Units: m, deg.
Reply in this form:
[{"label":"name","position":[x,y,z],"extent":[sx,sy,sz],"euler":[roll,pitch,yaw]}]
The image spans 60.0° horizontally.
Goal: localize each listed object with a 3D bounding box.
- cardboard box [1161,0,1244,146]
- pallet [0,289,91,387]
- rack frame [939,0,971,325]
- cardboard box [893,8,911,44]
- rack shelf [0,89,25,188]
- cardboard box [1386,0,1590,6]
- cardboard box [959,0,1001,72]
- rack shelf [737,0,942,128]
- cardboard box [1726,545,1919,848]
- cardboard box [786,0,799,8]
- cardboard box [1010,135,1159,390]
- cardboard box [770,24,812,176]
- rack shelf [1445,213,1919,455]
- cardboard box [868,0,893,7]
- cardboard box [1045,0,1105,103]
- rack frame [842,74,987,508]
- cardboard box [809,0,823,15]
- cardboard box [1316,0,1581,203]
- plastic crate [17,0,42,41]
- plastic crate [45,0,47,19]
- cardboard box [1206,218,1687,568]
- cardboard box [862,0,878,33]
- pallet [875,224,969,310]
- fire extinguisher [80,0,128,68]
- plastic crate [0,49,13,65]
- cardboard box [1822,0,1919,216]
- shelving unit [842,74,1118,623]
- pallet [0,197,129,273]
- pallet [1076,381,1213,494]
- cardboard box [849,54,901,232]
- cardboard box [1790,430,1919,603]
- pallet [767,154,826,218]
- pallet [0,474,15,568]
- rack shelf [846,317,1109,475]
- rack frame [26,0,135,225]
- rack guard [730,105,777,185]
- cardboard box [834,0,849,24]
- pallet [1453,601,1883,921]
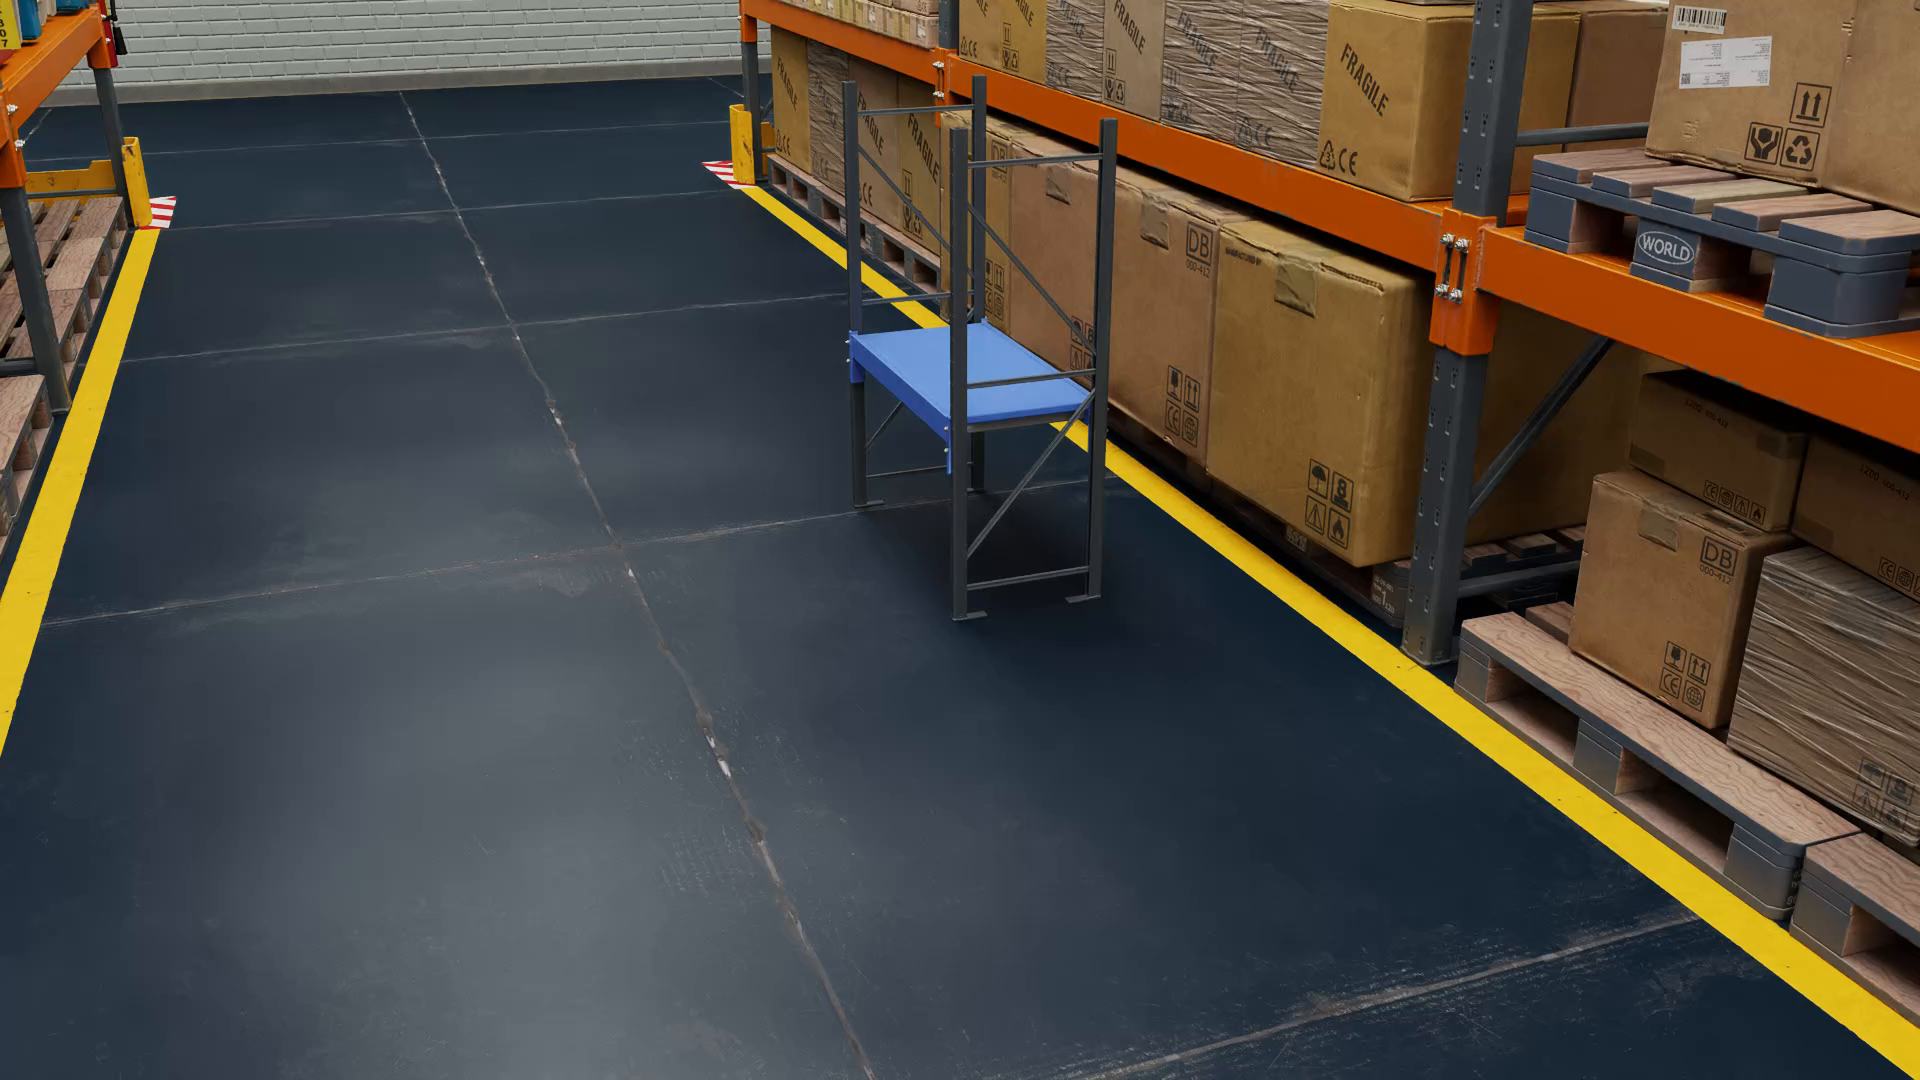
[{"label":"cardboard box","position":[1.037,-1.657,5.690],"extent":[0.500,0.500,0.500],"euler":[-9,25,-21]},{"label":"pallet","position":[-4.542,-0.846,7.485],"extent":[1.003,0.211,1.213],"euler":[-8,24,-19]},{"label":"rack frame","position":[0.388,-2.548,7.934],"extent":[1.000,3.000,0.127],"euler":[-8,24,-19]},{"label":"cardboard box","position":[-0.118,-2.592,8.361],"extent":[0.380,0.149,0.250],"euler":[-8,24,-18]},{"label":"rack shelf","position":[-3.540,-0.811,4.737],"extent":[1.077,0.370,4.000],"euler":[-8,24,-19]},{"label":"cardboard box","position":[1.557,-1.871,4.907],"extent":[0.797,0.503,0.637],"euler":[-7,24,-17]},{"label":"cardboard box","position":[0.316,-2.393,7.437],"extent":[0.500,0.500,0.500],"euler":[-8,24,-19]},{"label":"rack shelf","position":[-0.319,-2.944,9.798],"extent":[1.077,0.370,4.000],"euler":[-8,24,-19]},{"label":"cardboard box","position":[2.264,0.295,3.841],"extent":[0.700,0.500,0.500],"euler":[-10,25,-23]},{"label":"cardboard box","position":[-0.844,-3.339,10.133],"extent":[0.380,0.149,0.250],"euler":[-9,24,-20]},{"label":"cardboard box","position":[0.949,-1.208,6.950],"extent":[1.225,0.875,0.875],"euler":[-9,25,-21]},{"label":"cardboard box","position":[-0.725,-2.995,11.188],"extent":[0.875,0.875,0.875],"euler":[-8,24,-19]},{"label":"rack shelf","position":[2.507,-0.037,2.901],"extent":[1.077,0.370,4.000],"euler":[-8,24,-19]},{"label":"cardboard box","position":[-0.199,-2.928,8.646],"extent":[0.500,0.250,0.500],"euler":[-8,24,-17]},{"label":"cardboard box","position":[0.671,-2.029,6.572],"extent":[0.500,0.500,0.500],"euler":[-9,24,-20]},{"label":"rack frame","position":[-0.149,-0.845,5.823],"extent":[0.500,1.500,0.032],"euler":[-8,24,-19]},{"label":"cardboard box","position":[-0.664,-3.153,9.692],"extent":[0.380,0.149,0.250],"euler":[-9,24,-20]},{"label":"cardboard box","position":[1.394,-1.286,4.811],"extent":[0.500,0.500,0.500],"euler":[-8,24,-17]},{"label":"plastic crate","position":[-4.694,-2.562,8.104],"extent":[0.416,0.233,0.300],"euler":[-8,24,-19]},{"label":"plastic crate","position":[-5.113,-2.850,8.911],"extent":[0.396,0.136,0.243],"euler":[-8,24,-19]},{"label":"cardboard box","position":[1.576,-0.563,5.419],"extent":[1.225,0.875,0.875],"euler":[-10,25,-21]},{"label":"cardboard box","position":[-0.299,-2.779,8.804],"extent":[0.380,0.149,0.250],"euler":[-8,24,-18]},{"label":"pallet","position":[0.192,-1.550,9.157],"extent":[1.003,0.211,1.213],"euler":[-8,24,-19]},{"label":"fire extinguisher","position":[-5.287,-3.232,10.136],"extent":[0.296,0.674,0.183],"euler":[-8,24,-19]},{"label":"plastic crate","position":[-4.327,-2.285,7.149],"extent":[0.402,0.464,0.583],"euler":[-8,24,-19]},{"label":"cardboard box","position":[2.320,-0.955,3.484],"extent":[0.700,0.500,0.500],"euler":[-5,23,-11]},{"label":"shelving unit","position":[0.030,-0.660,5.385],"extent":[0.538,1.500,1.048],"euler":[-8,24,-19]},{"label":"pallet","position":[-5.404,-1.732,9.588],"extent":[1.003,0.211,1.213],"euler":[-8,24,-19]},{"label":"pallet","position":[1.165,-0.549,6.782],"extent":[1.003,0.211,1.213],"euler":[-8,24,-19]},{"label":"cardboard box","position":[-0.089,-2.341,9.636],"extent":[0.875,0.875,0.875],"euler":[-8,24,-19]},{"label":"cardboard box","position":[2.262,-0.061,3.718],"extent":[0.500,0.250,0.500],"euler":[-6,23,-13]},{"label":"pallet","position":[-0.670,-2.437,11.260],"extent":[1.003,0.211,1.213],"euler":[-8,24,-19]},{"label":"pallet","position":[-3.578,0.146,5.131],"extent":[1.003,0.211,1.213],"euler":[-8,24,-19]},{"label":"rack shelf","position":[0.030,-0.494,5.455],"extent":[0.538,0.185,1.000],"euler":[-8,24,-19]},{"label":"rack frame","position":[-5.659,-3.322,9.770],"extent":[1.000,3.000,0.127],"euler":[-8,24,-19]},{"label":"rack guard","position":[-1.034,-2.859,11.889],"extent":[1.175,0.500,0.348],"euler":[-8,24,-19]},{"label":"cardboard box","position":[-0.481,-2.965,9.247],"extent":[0.380,0.149,0.250],"euler":[-9,24,-20]},{"label":"pallet","position":[2.075,0.474,4.353],"extent":[1.003,0.211,1.213],"euler":[-8,24,-19]}]
